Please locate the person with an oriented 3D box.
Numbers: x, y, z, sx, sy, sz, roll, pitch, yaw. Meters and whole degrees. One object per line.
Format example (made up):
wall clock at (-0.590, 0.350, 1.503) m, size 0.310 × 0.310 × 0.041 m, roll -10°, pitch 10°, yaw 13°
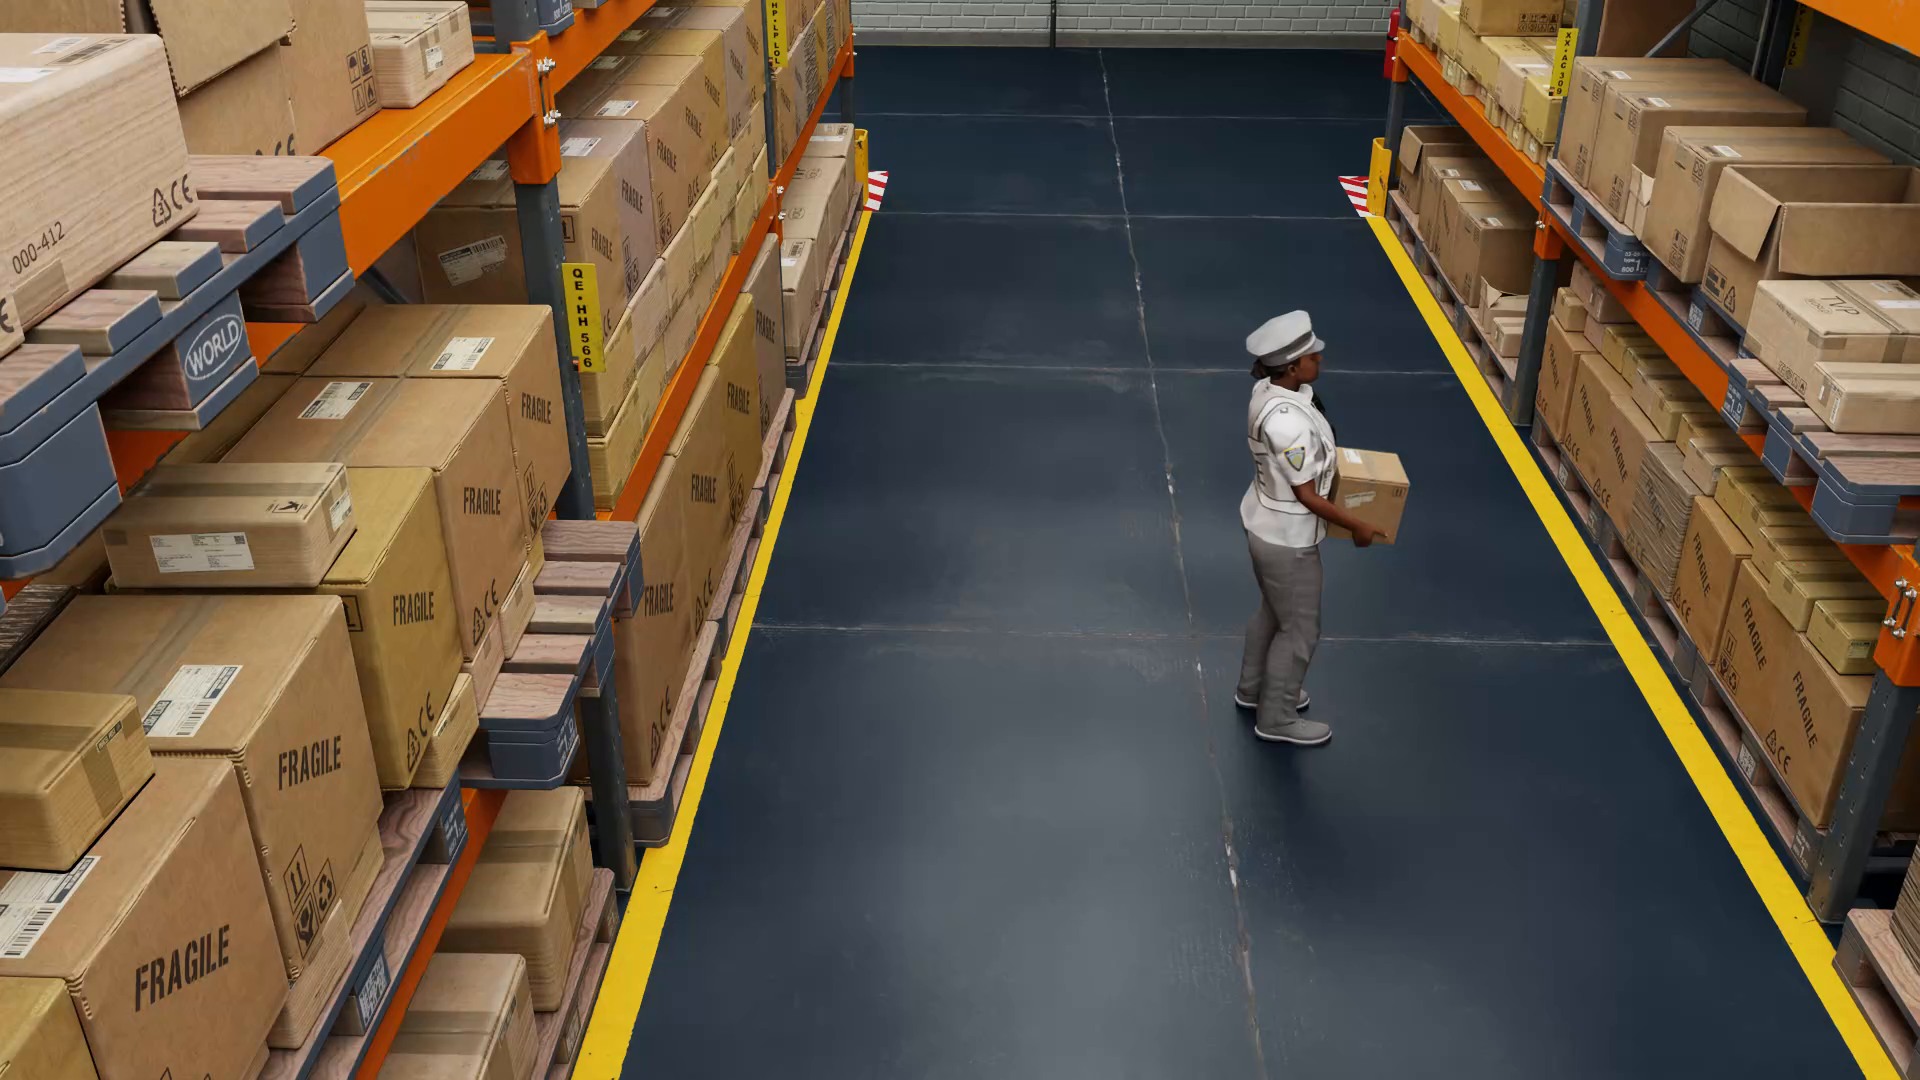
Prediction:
person at (1.277, -0.033, 6.154) m, size 0.540 × 1.688 × 0.450 m, roll 1°, pitch 28°, yaw 2°
